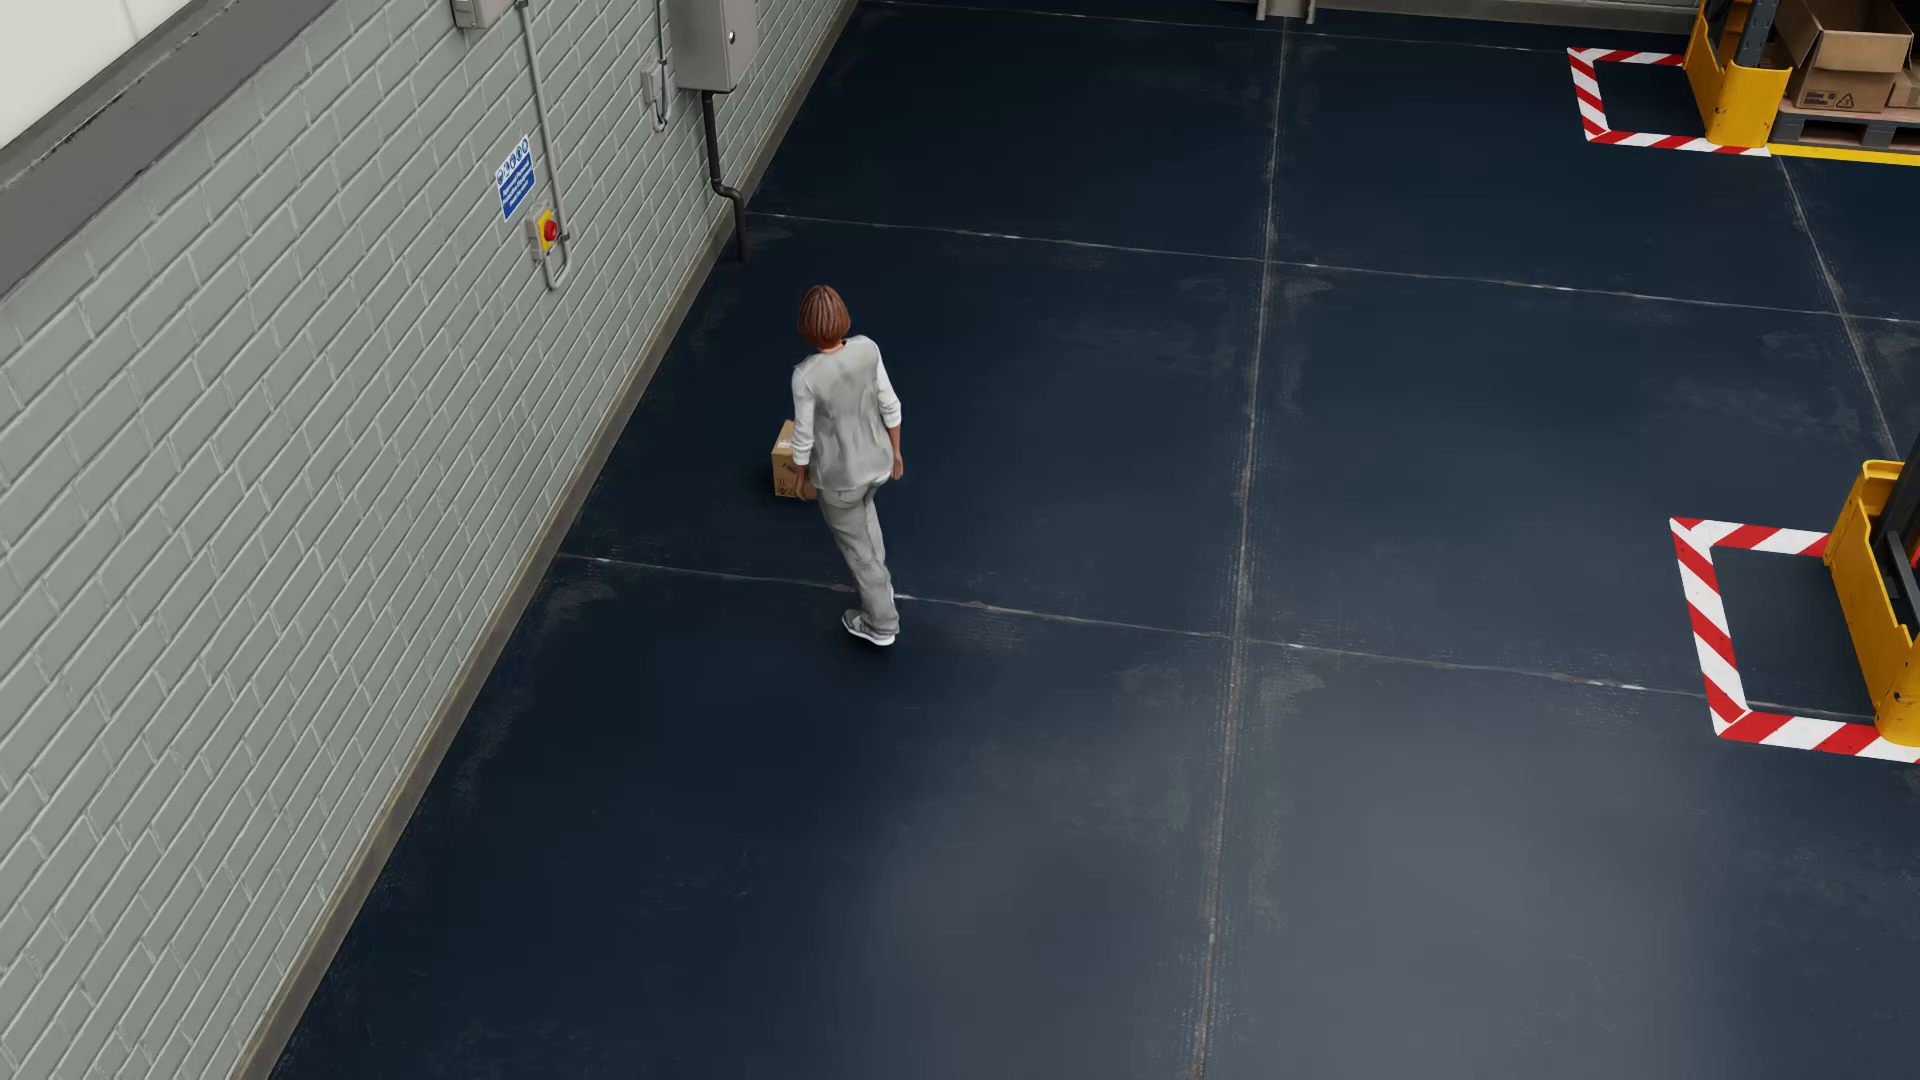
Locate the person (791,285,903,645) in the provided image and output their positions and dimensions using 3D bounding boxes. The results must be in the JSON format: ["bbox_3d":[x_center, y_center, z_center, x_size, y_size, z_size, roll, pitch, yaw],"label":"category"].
[{"bbox_3d":[-0.404,-0.257,6.446,0.449,1.601,0.431,-31,50,-31],"label":"person"}]
